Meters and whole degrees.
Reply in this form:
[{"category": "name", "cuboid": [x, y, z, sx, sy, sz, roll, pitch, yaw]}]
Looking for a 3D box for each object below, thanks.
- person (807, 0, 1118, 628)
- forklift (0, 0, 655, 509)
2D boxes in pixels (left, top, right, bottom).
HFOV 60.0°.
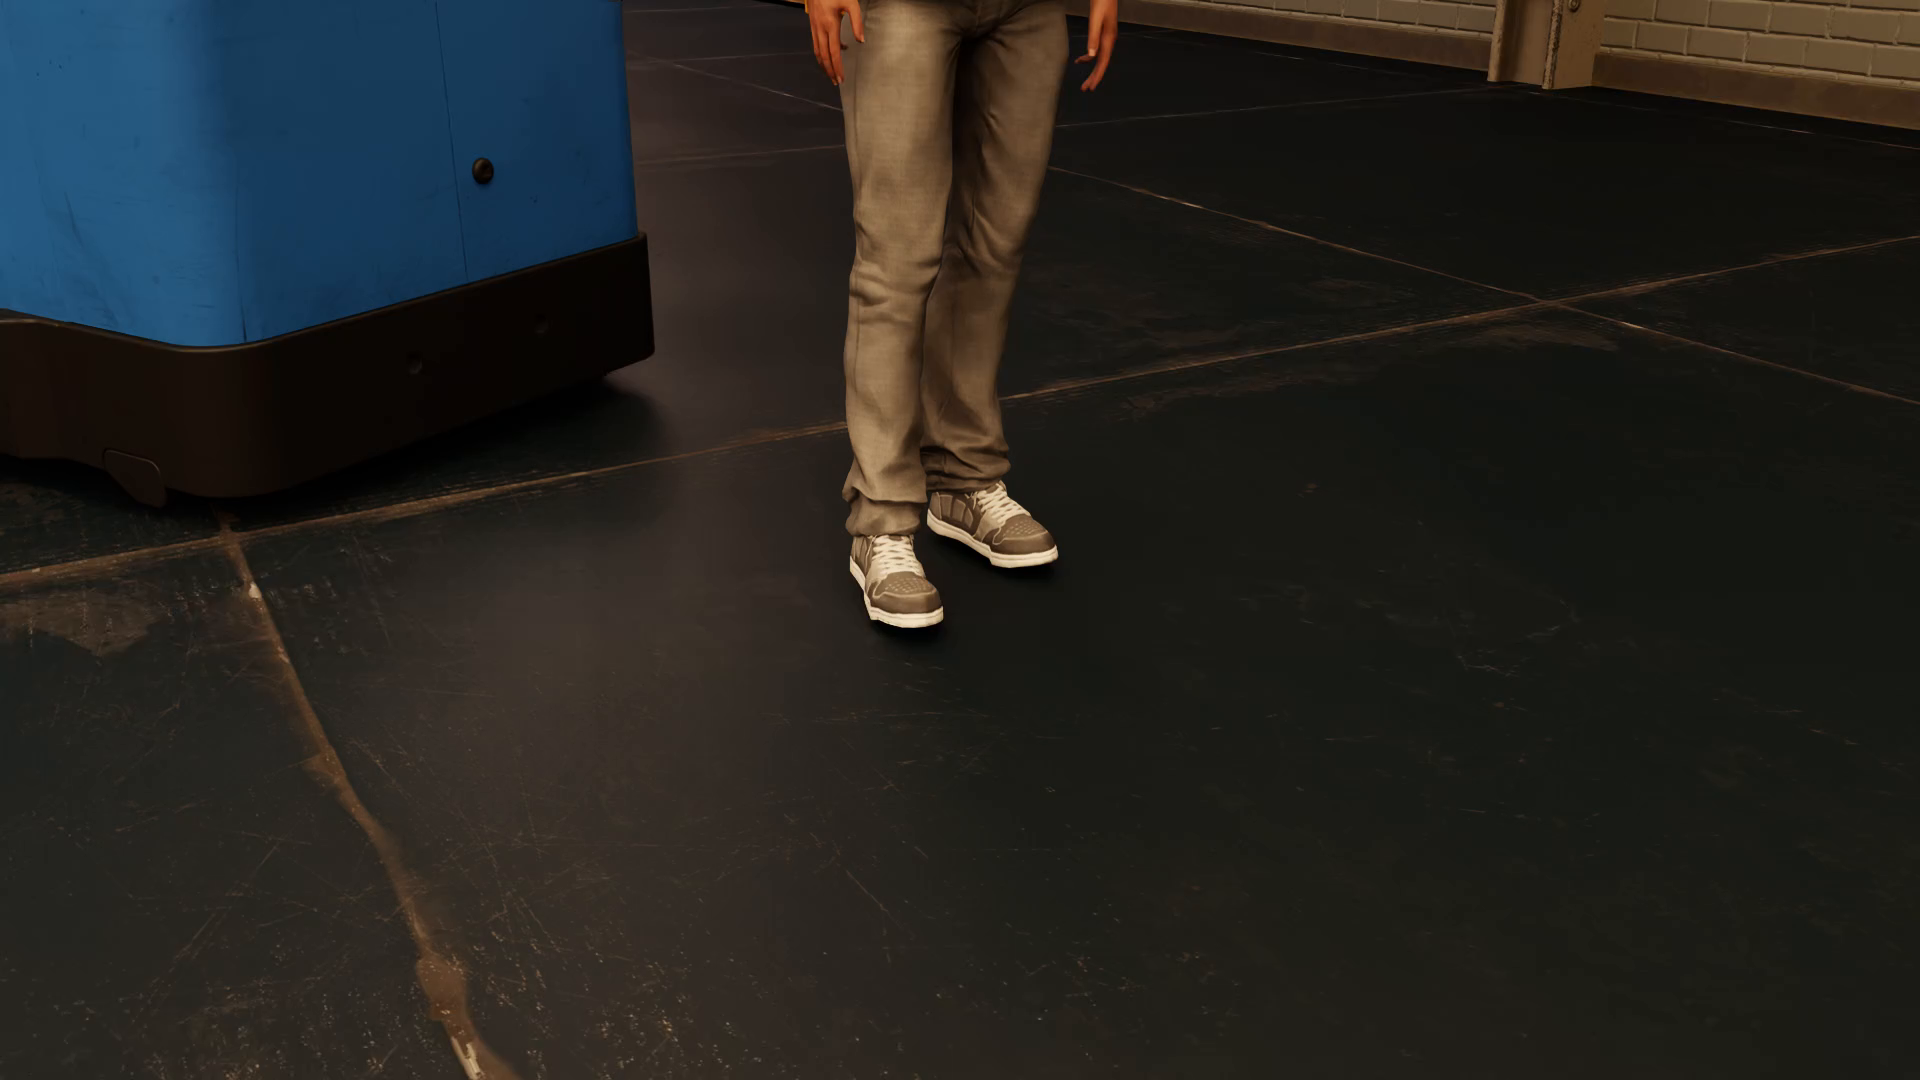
[{"category": "person", "cuboid": [0.025, -0.719, 2.263, 0.521, 1.596, 0.475, -12, 25, -28]}, {"category": "forklift", "cuboid": [-2.151, -1.803, 3.167, 3.031, 2.935, 1.130, 13, 25, 28]}]
